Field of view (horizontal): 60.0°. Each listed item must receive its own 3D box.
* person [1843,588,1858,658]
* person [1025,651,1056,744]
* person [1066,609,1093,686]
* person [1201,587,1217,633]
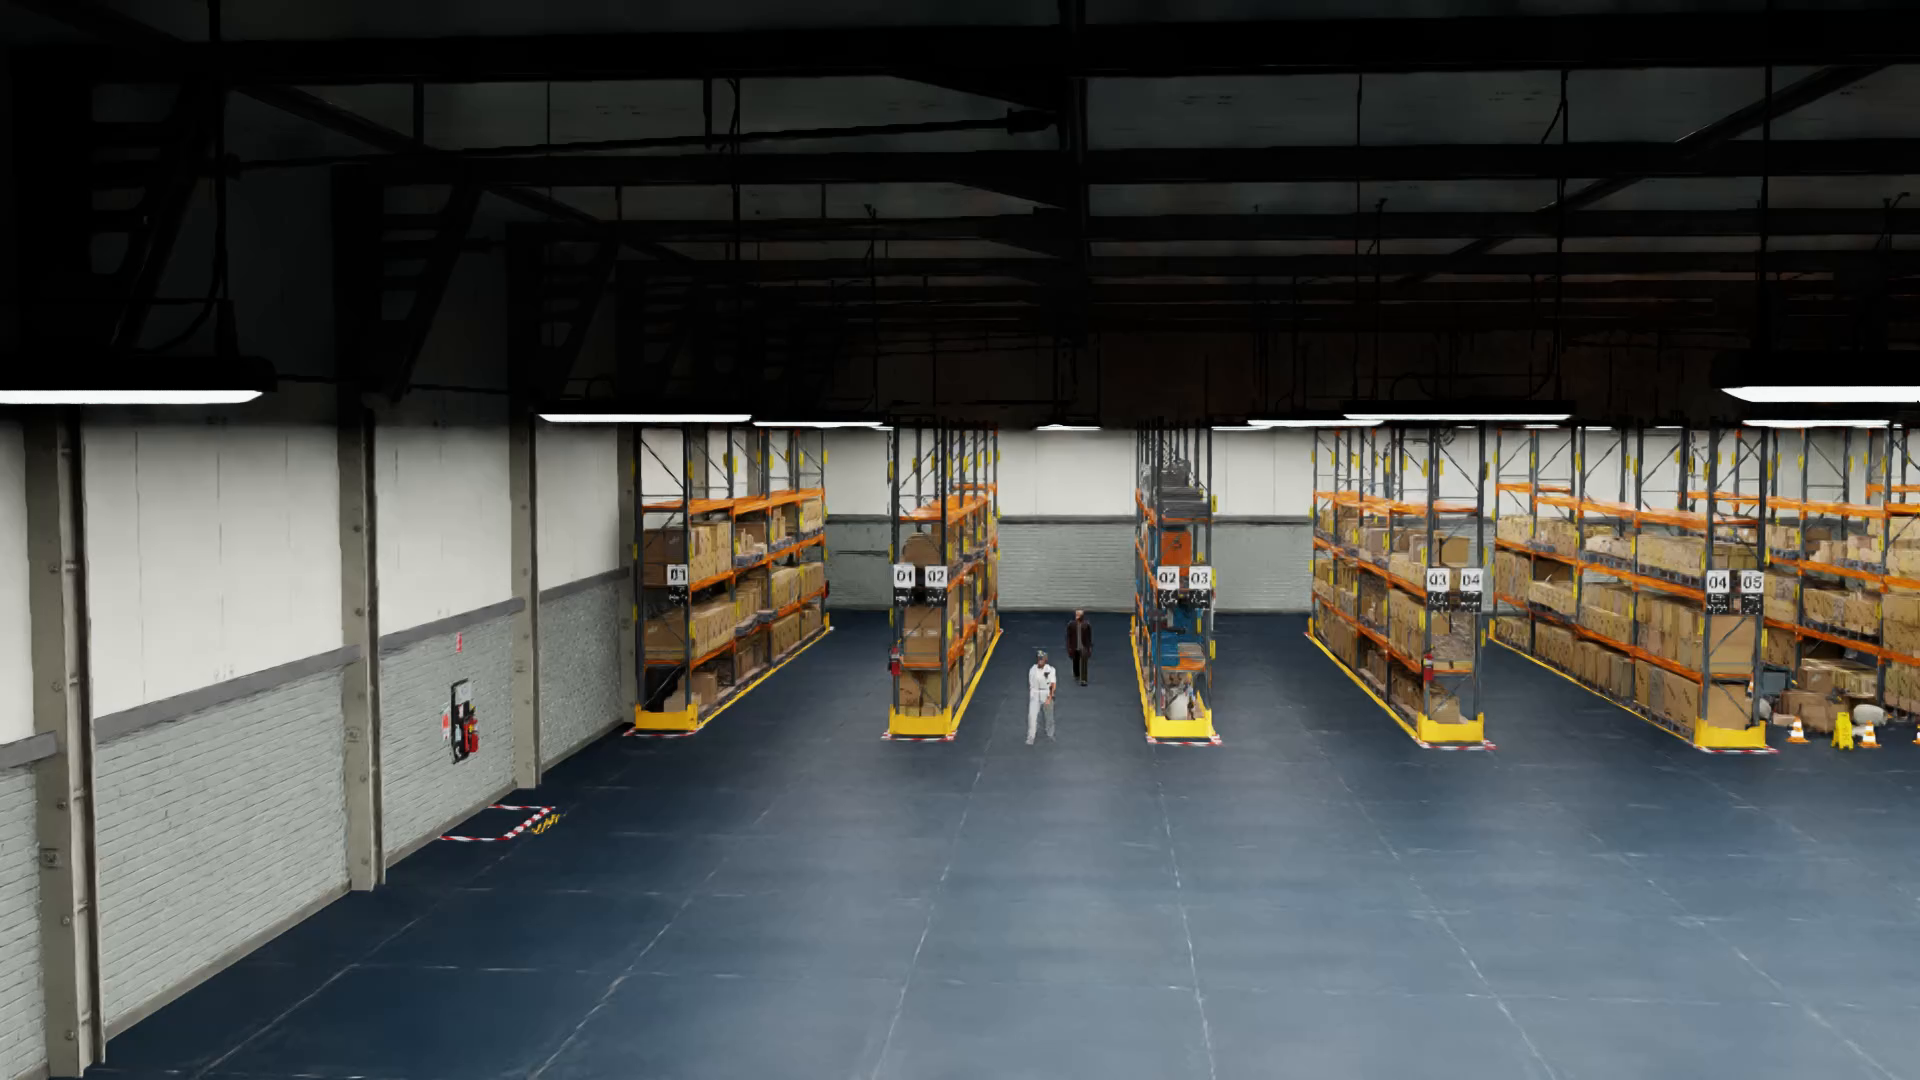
[{"bbox_3d":[22.404,2.067,42.128,0.643,1.773,0.673,2,4,27],"label":"person"},{"bbox_3d":[1.501,2.862,30.480,0.533,1.707,1.031,1,4,14],"label":"person"},{"bbox_3d":[2.684,2.407,37.499,0.598,1.698,1.193,0,4,7],"label":"person"},{"bbox_3d":[6.984,1.760,47.389,0.673,1.745,0.760,-1,4,-9],"label":"person"}]
